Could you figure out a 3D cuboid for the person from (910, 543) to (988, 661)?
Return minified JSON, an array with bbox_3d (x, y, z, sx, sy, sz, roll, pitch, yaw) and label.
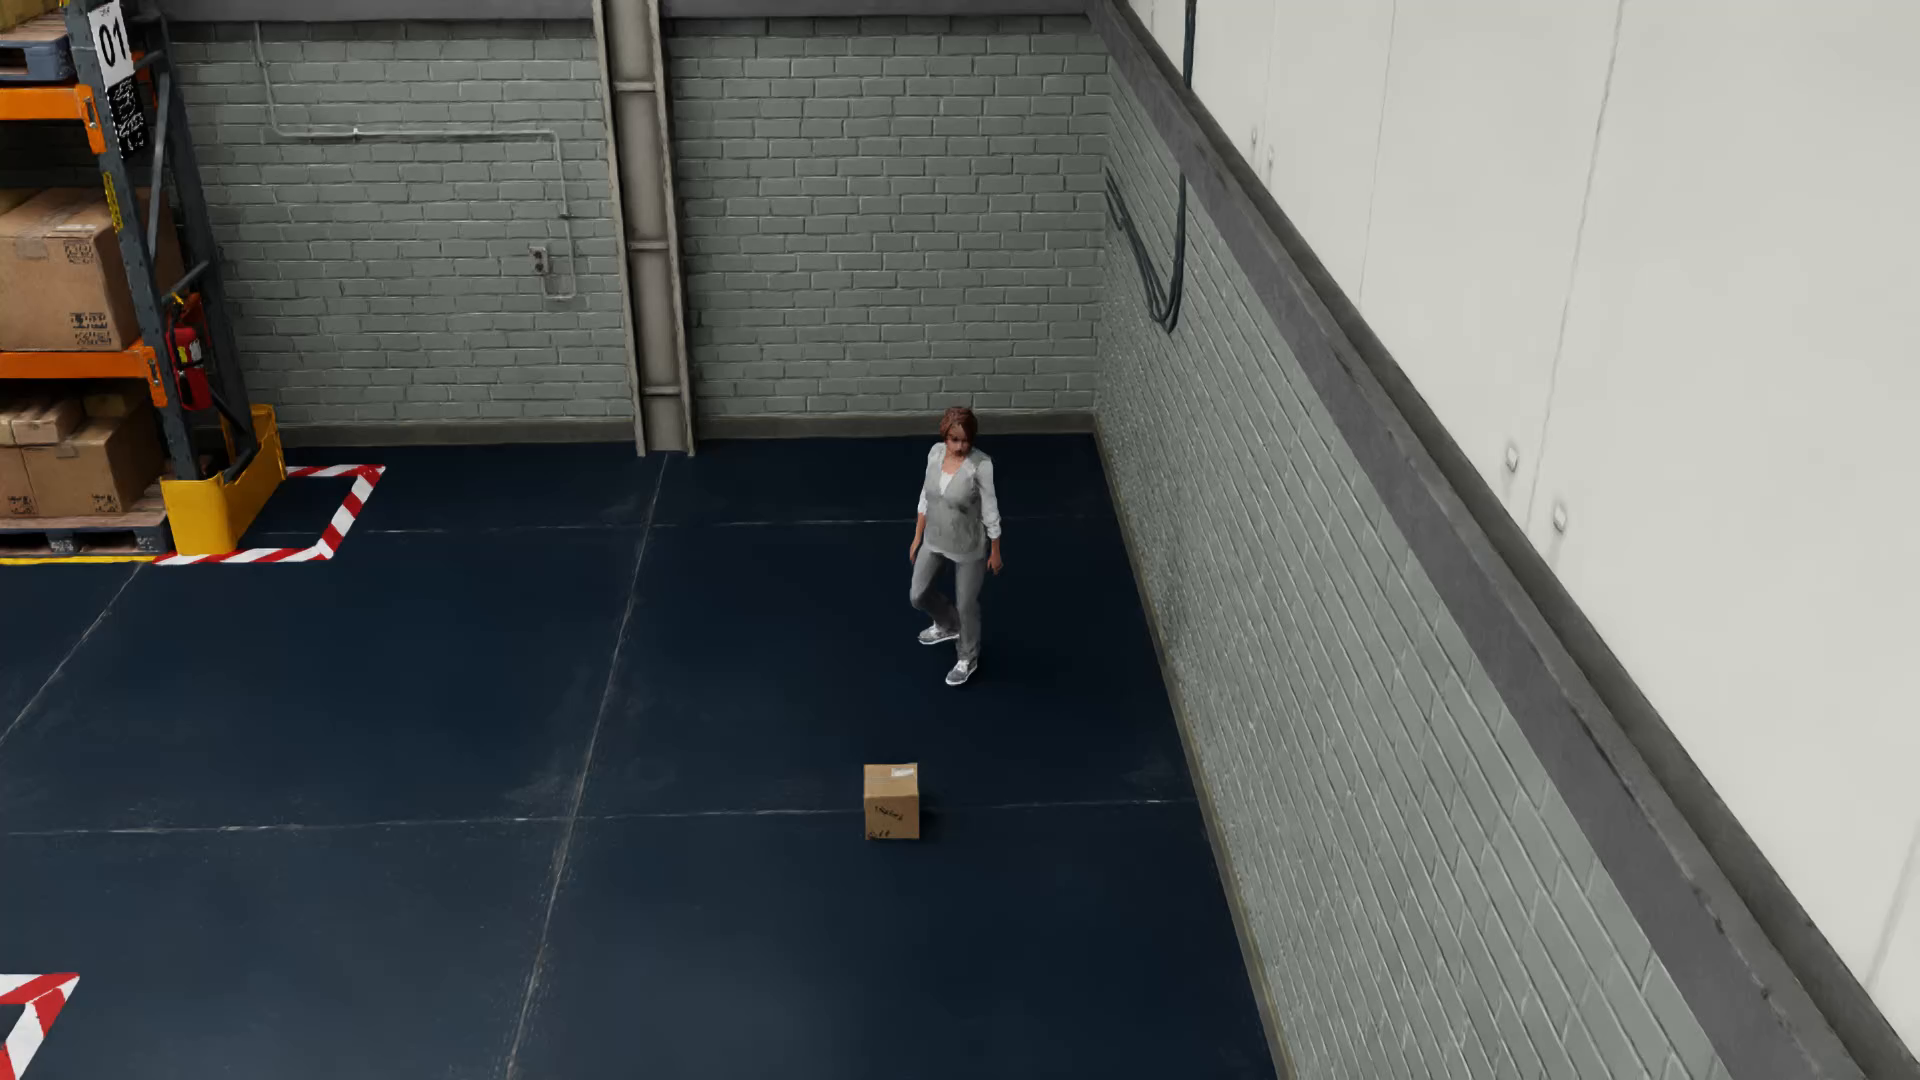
[{"bbox_3d":[-0.023,0.282,8.715,0.400,0.843,0.380,18,33,30],"label":"person"}]
